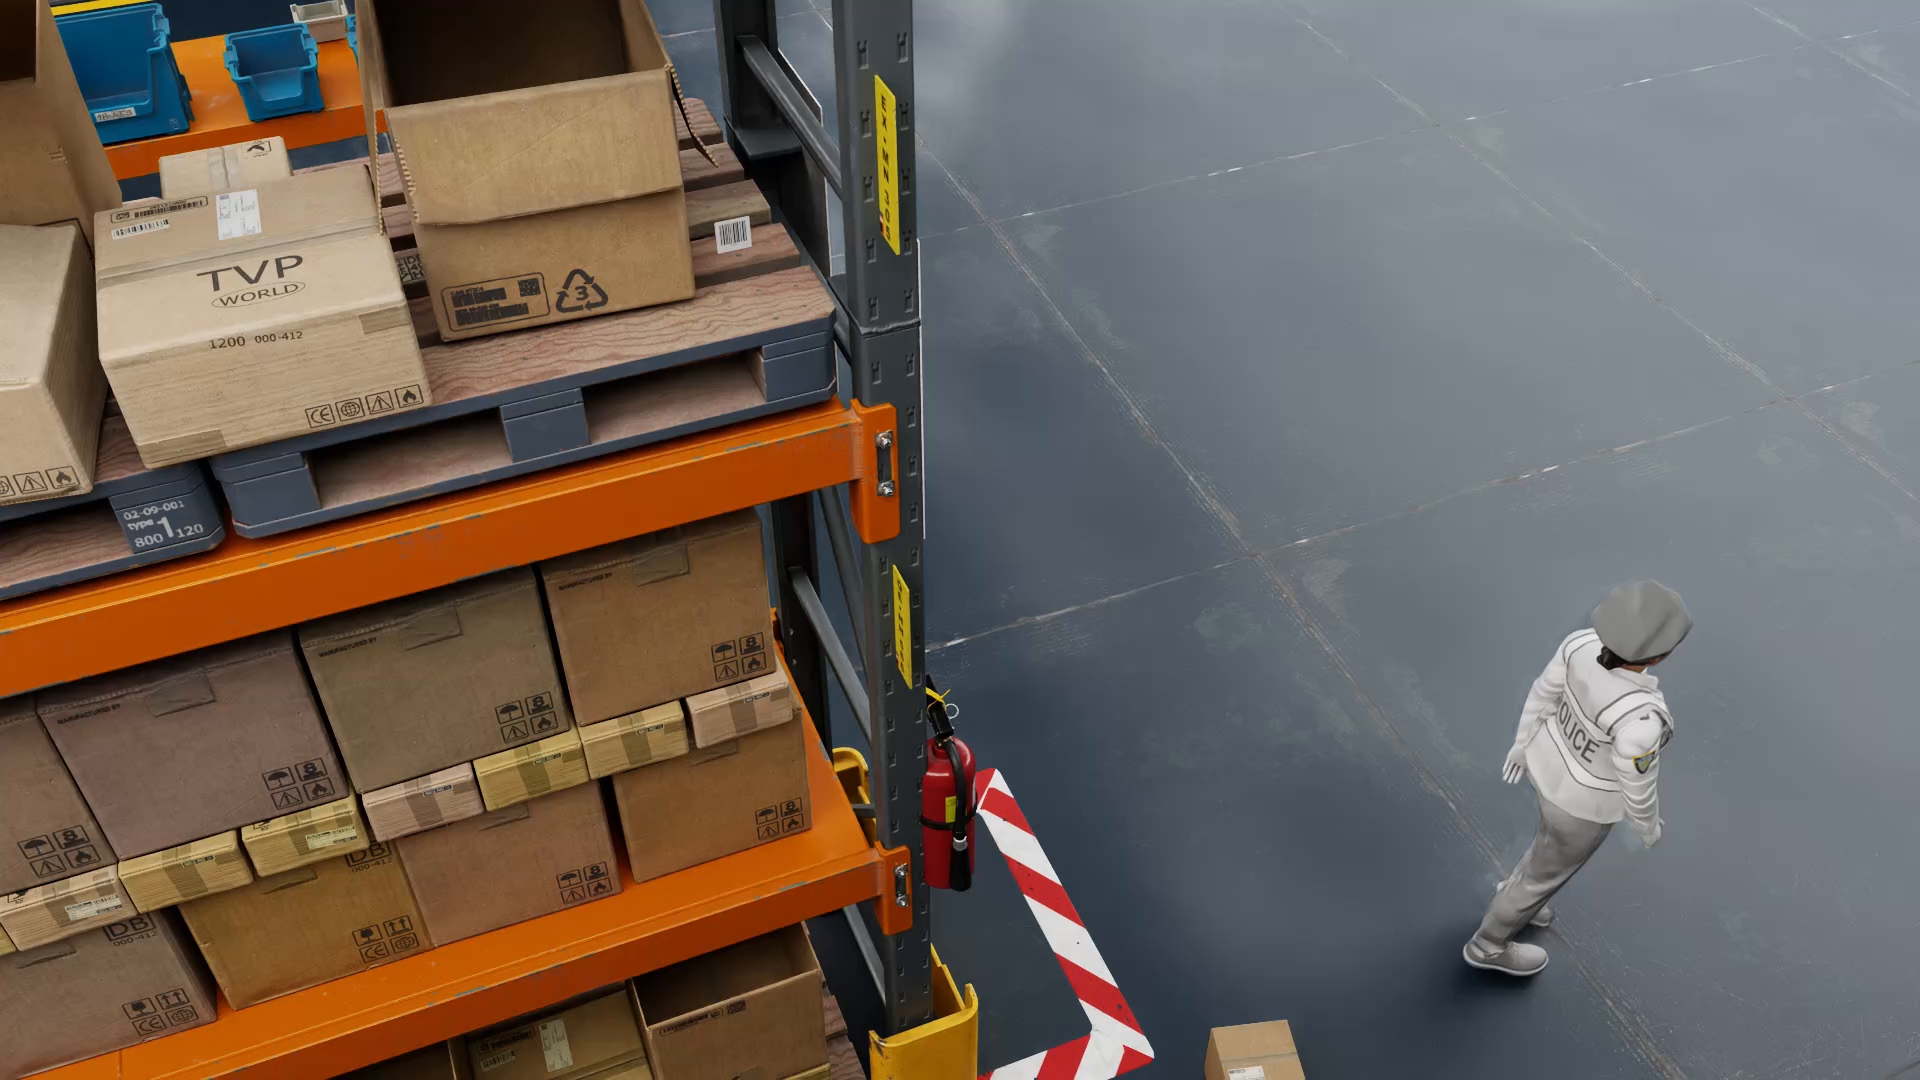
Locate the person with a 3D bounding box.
[{"bbox_3d":[1.964,0.790,5.259,0.478,1.731,0.487,-4,42,-4],"label":"person"}]
